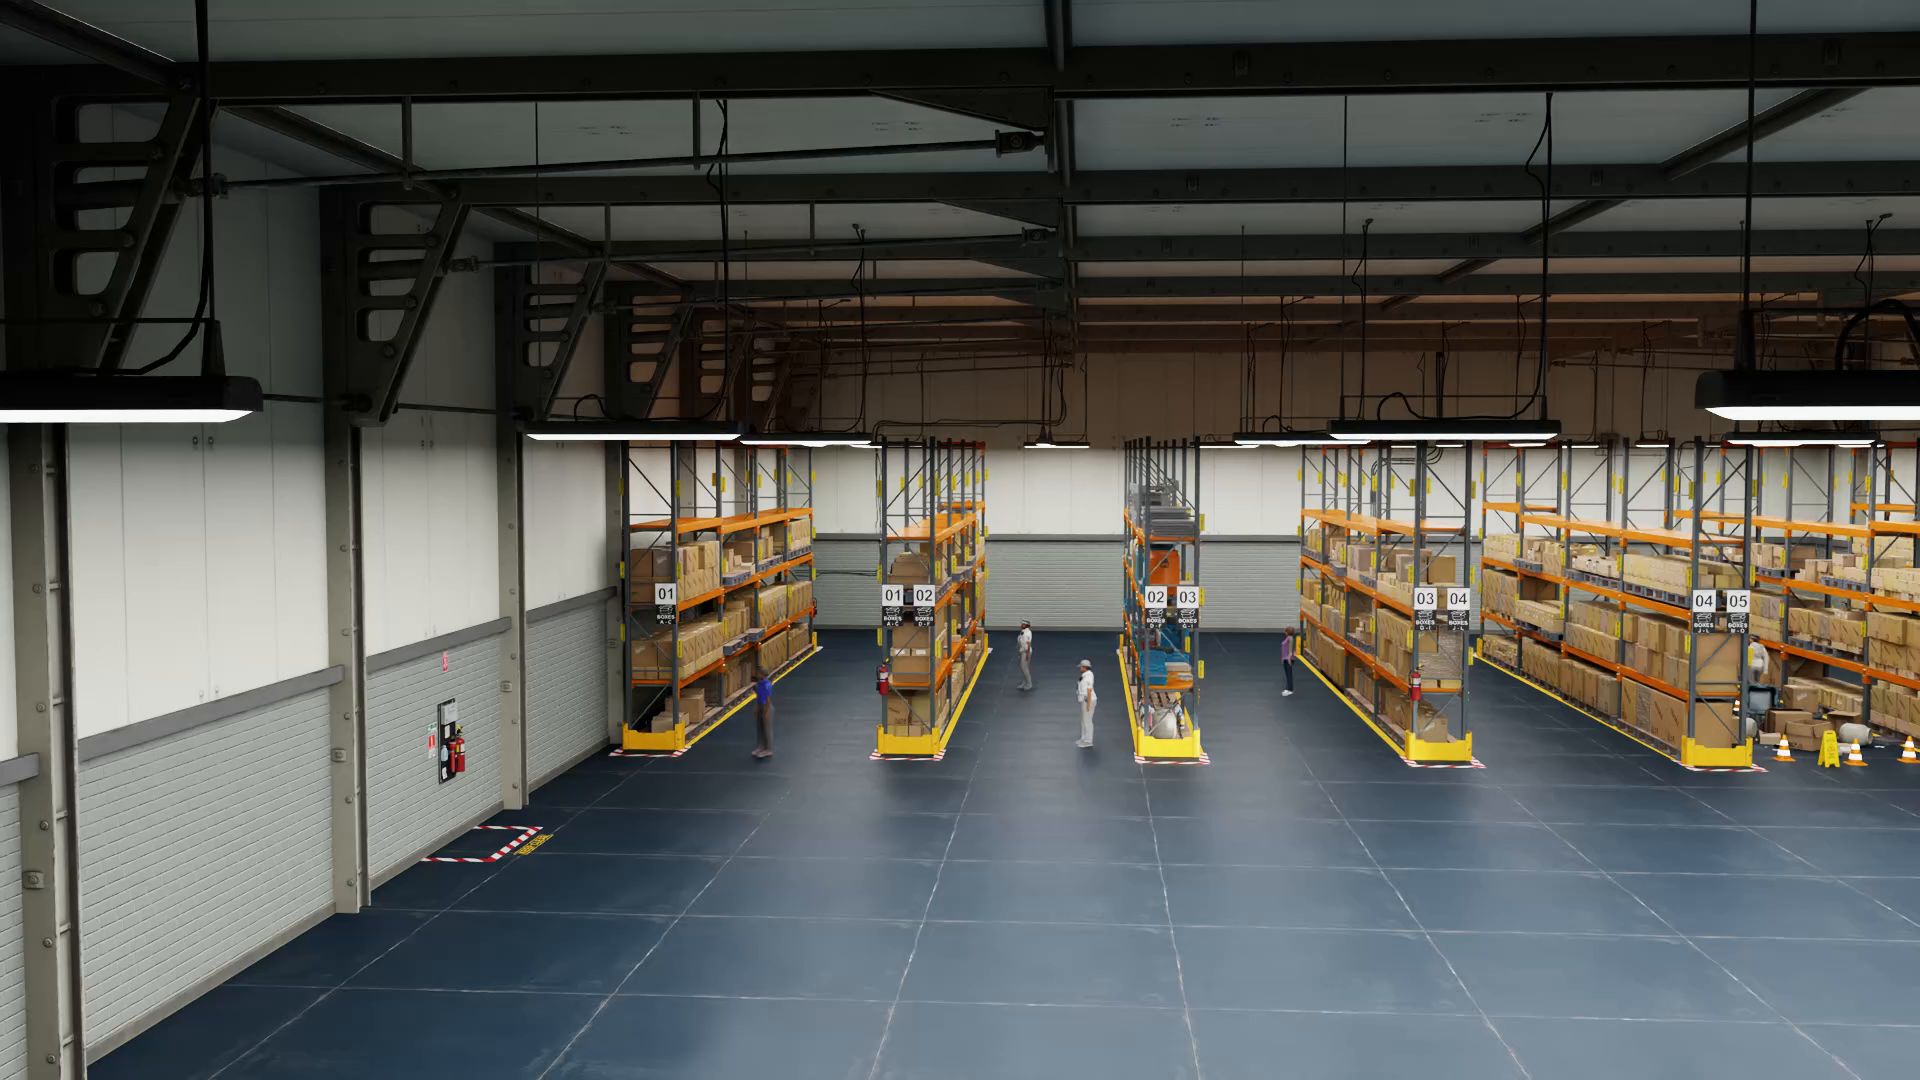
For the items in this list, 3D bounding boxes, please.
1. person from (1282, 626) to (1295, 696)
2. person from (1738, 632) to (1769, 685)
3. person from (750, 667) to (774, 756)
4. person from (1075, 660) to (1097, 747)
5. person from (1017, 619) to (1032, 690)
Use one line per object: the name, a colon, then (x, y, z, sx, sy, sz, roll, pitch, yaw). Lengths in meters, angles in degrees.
person: (7.708, 2.833, 39.140, 0.374, 1.610, 0.506, 0, 3, -5)
person: (17.874, 2.917, 37.399, 0.643, 1.708, 0.612, 0, 3, 8)
person: (-3.713, 3.213, 31.214, 0.417, 1.671, 0.456, -2, 4, -33)
person: (2.453, 3.158, 32.307, 0.419, 1.670, 0.527, 0, 3, -1)
person: (1.559, 2.752, 40.033, 0.341, 1.727, 0.504, 0, 3, -8)
